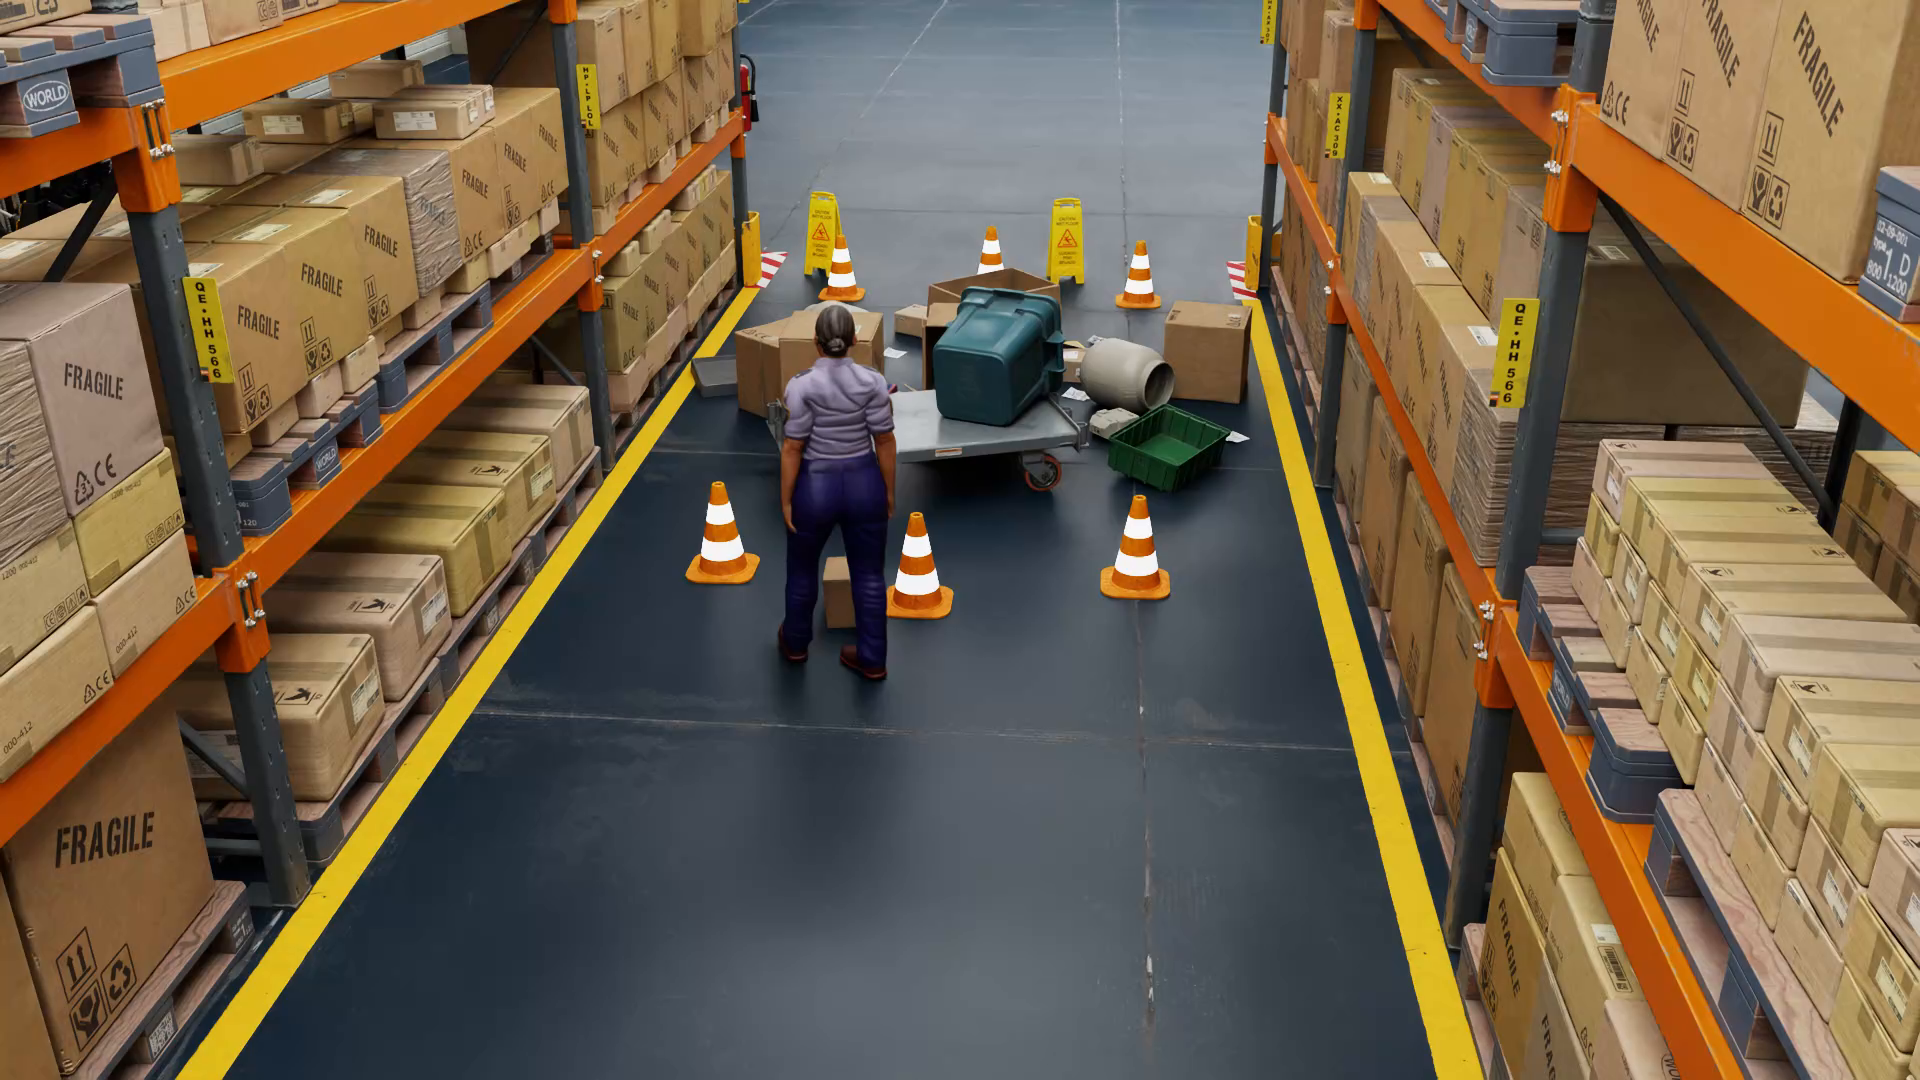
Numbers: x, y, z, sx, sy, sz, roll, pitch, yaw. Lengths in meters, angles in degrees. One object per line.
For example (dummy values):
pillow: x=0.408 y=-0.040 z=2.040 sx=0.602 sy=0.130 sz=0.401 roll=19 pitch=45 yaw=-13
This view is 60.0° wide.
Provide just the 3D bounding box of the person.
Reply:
person: x=-0.541 y=-0.227 z=7.103 sx=0.493 sy=1.644 sz=0.551 roll=-7 pitch=26 yaw=-14
